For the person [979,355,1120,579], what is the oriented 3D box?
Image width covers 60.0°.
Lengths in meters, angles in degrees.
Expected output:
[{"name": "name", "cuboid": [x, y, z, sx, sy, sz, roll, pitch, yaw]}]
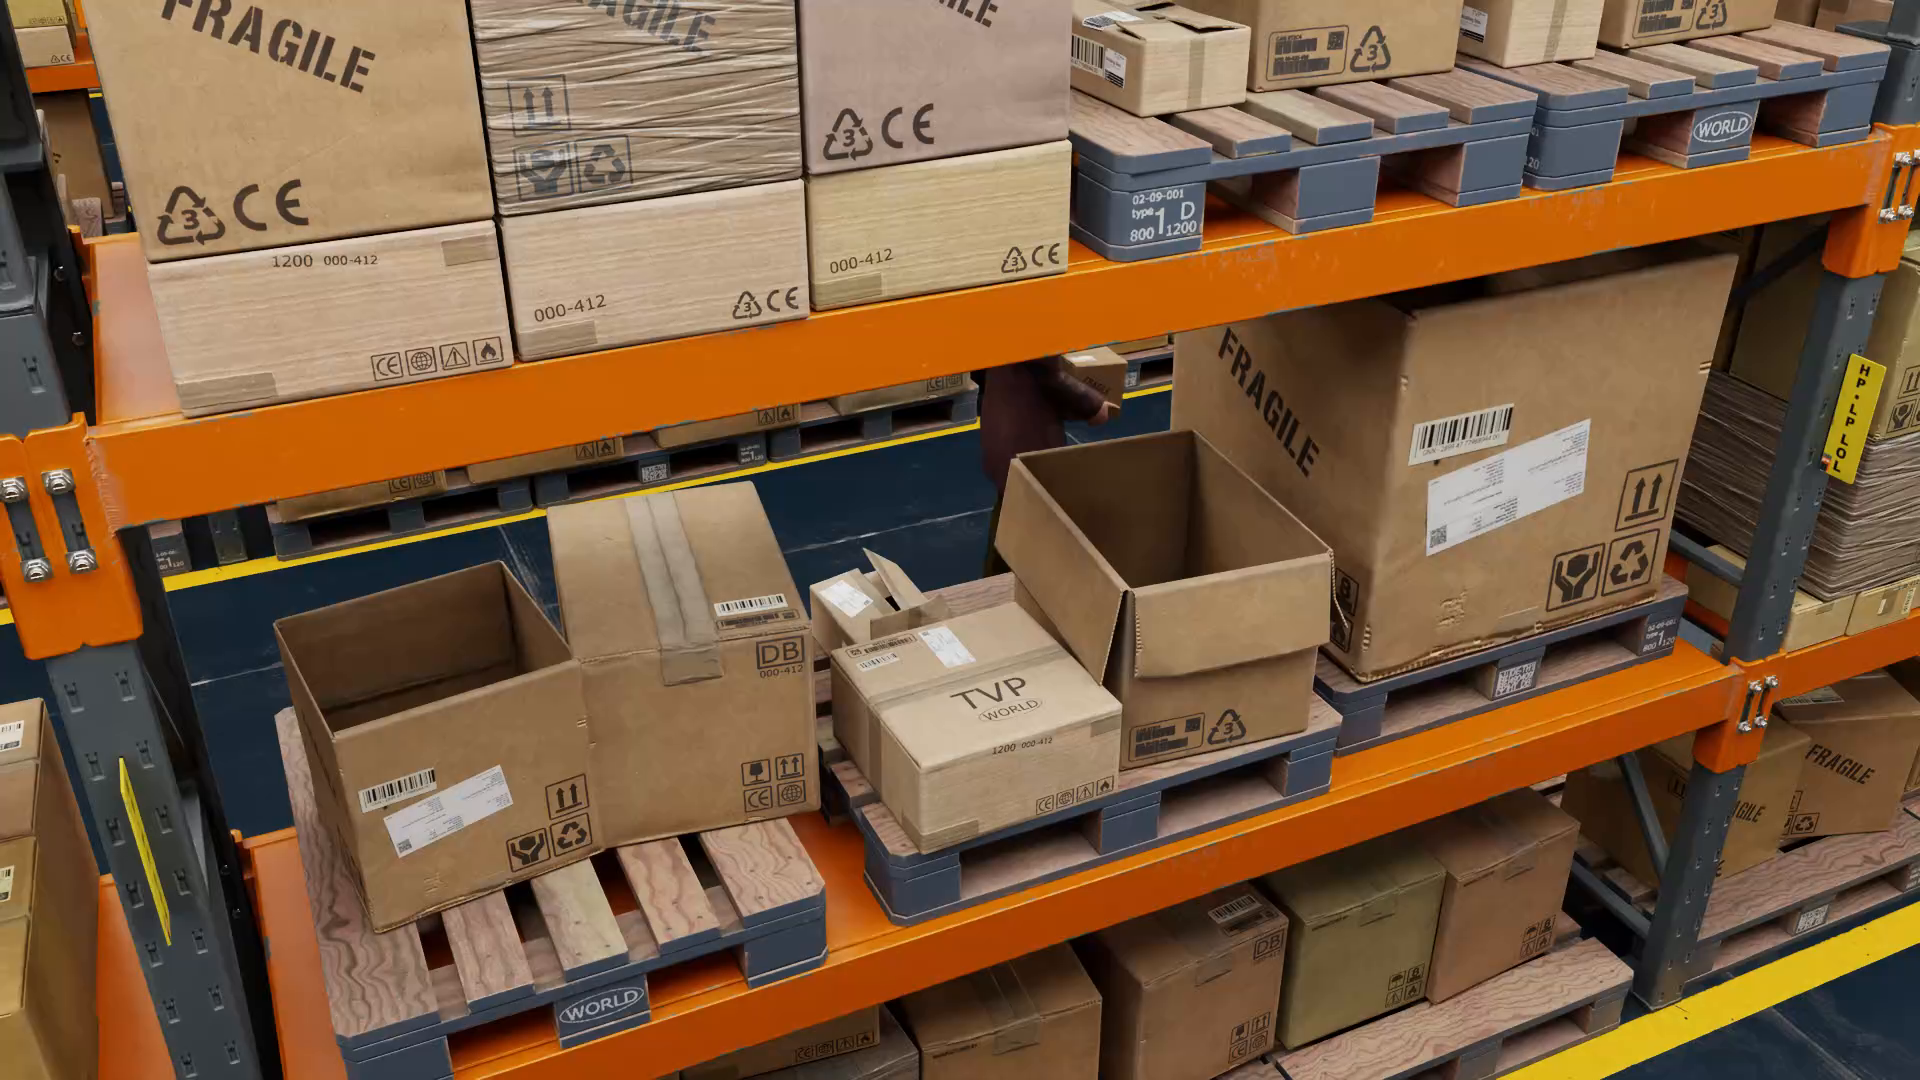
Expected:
[{"name": "person", "cuboid": [0.351, -0.471, 6.997, 0.563, 1.769, 0.530, -13, 32, -22]}]
